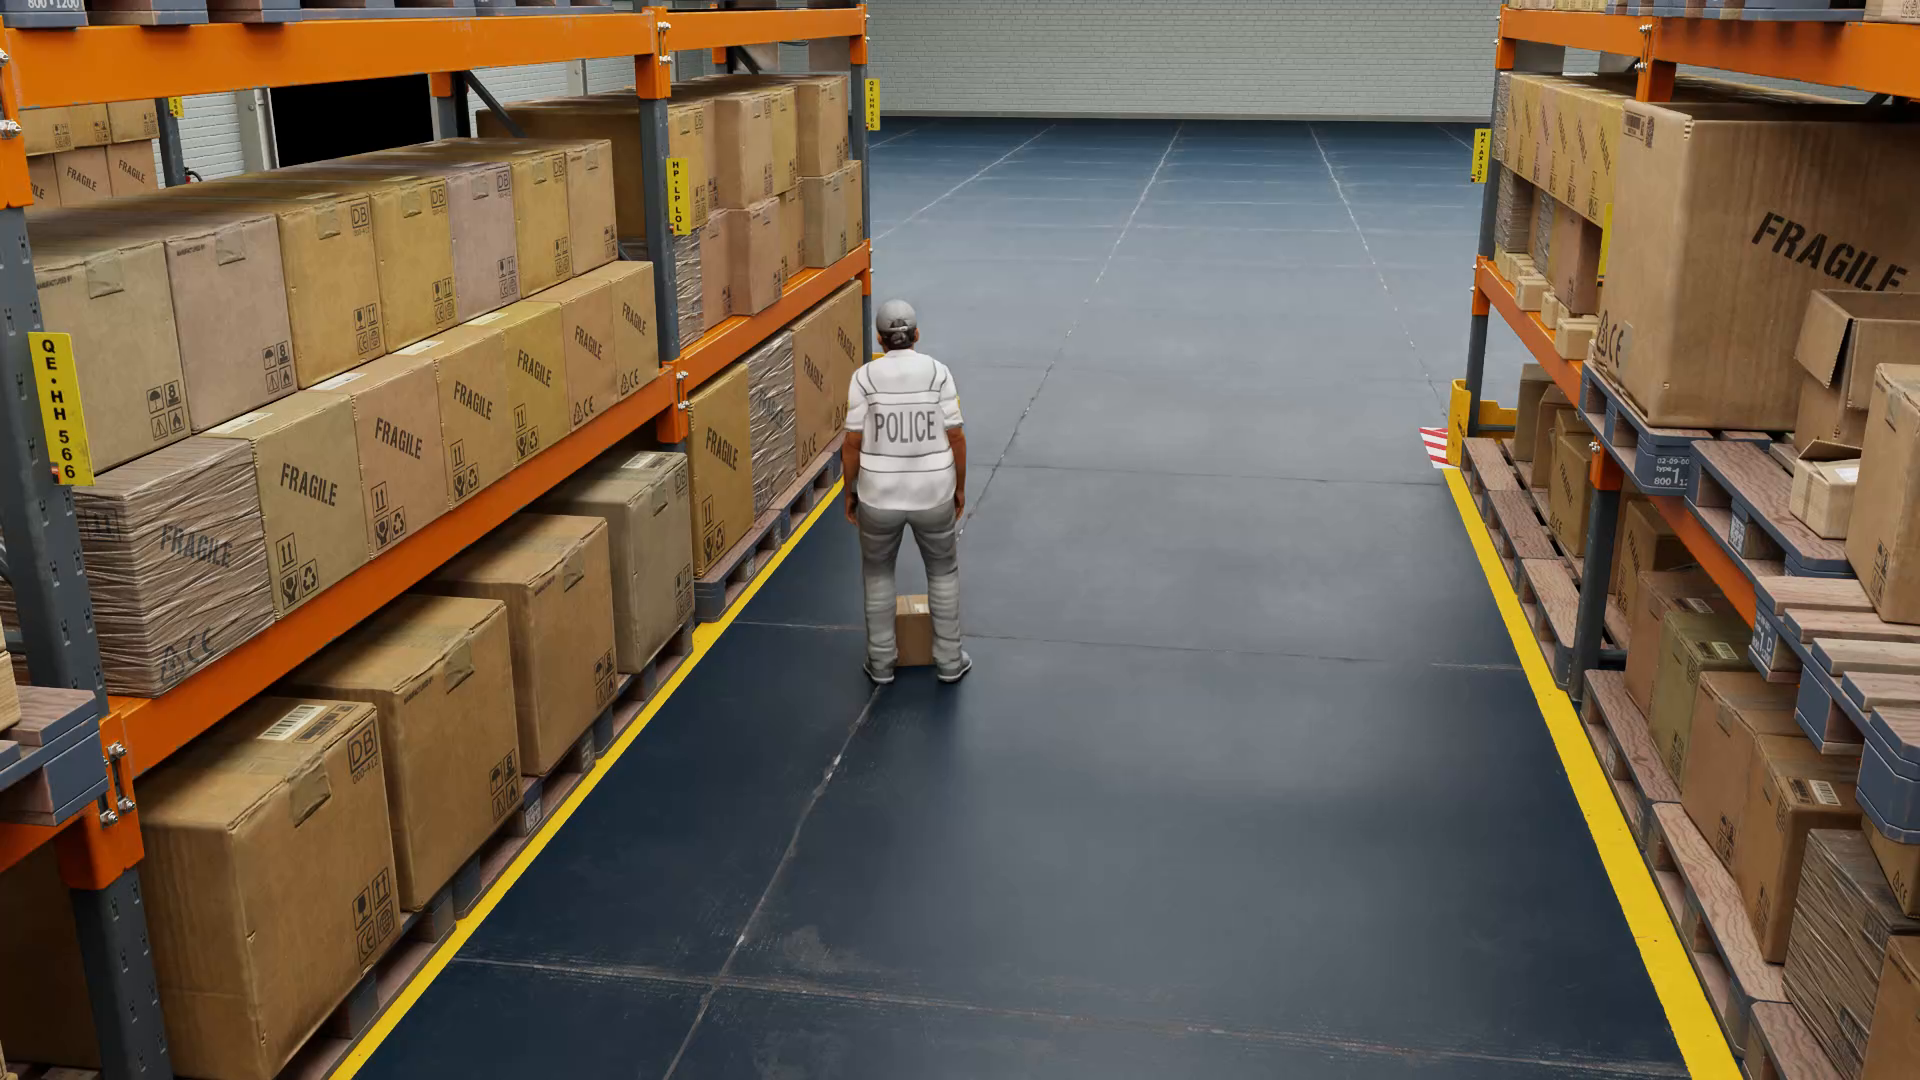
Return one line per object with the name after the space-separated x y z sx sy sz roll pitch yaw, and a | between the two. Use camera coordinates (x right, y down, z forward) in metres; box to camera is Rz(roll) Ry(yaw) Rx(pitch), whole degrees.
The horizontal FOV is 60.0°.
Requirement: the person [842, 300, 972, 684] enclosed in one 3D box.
-0.222 -0.194 7.142 0.563 1.665 0.471 -1 18 -5 | person
